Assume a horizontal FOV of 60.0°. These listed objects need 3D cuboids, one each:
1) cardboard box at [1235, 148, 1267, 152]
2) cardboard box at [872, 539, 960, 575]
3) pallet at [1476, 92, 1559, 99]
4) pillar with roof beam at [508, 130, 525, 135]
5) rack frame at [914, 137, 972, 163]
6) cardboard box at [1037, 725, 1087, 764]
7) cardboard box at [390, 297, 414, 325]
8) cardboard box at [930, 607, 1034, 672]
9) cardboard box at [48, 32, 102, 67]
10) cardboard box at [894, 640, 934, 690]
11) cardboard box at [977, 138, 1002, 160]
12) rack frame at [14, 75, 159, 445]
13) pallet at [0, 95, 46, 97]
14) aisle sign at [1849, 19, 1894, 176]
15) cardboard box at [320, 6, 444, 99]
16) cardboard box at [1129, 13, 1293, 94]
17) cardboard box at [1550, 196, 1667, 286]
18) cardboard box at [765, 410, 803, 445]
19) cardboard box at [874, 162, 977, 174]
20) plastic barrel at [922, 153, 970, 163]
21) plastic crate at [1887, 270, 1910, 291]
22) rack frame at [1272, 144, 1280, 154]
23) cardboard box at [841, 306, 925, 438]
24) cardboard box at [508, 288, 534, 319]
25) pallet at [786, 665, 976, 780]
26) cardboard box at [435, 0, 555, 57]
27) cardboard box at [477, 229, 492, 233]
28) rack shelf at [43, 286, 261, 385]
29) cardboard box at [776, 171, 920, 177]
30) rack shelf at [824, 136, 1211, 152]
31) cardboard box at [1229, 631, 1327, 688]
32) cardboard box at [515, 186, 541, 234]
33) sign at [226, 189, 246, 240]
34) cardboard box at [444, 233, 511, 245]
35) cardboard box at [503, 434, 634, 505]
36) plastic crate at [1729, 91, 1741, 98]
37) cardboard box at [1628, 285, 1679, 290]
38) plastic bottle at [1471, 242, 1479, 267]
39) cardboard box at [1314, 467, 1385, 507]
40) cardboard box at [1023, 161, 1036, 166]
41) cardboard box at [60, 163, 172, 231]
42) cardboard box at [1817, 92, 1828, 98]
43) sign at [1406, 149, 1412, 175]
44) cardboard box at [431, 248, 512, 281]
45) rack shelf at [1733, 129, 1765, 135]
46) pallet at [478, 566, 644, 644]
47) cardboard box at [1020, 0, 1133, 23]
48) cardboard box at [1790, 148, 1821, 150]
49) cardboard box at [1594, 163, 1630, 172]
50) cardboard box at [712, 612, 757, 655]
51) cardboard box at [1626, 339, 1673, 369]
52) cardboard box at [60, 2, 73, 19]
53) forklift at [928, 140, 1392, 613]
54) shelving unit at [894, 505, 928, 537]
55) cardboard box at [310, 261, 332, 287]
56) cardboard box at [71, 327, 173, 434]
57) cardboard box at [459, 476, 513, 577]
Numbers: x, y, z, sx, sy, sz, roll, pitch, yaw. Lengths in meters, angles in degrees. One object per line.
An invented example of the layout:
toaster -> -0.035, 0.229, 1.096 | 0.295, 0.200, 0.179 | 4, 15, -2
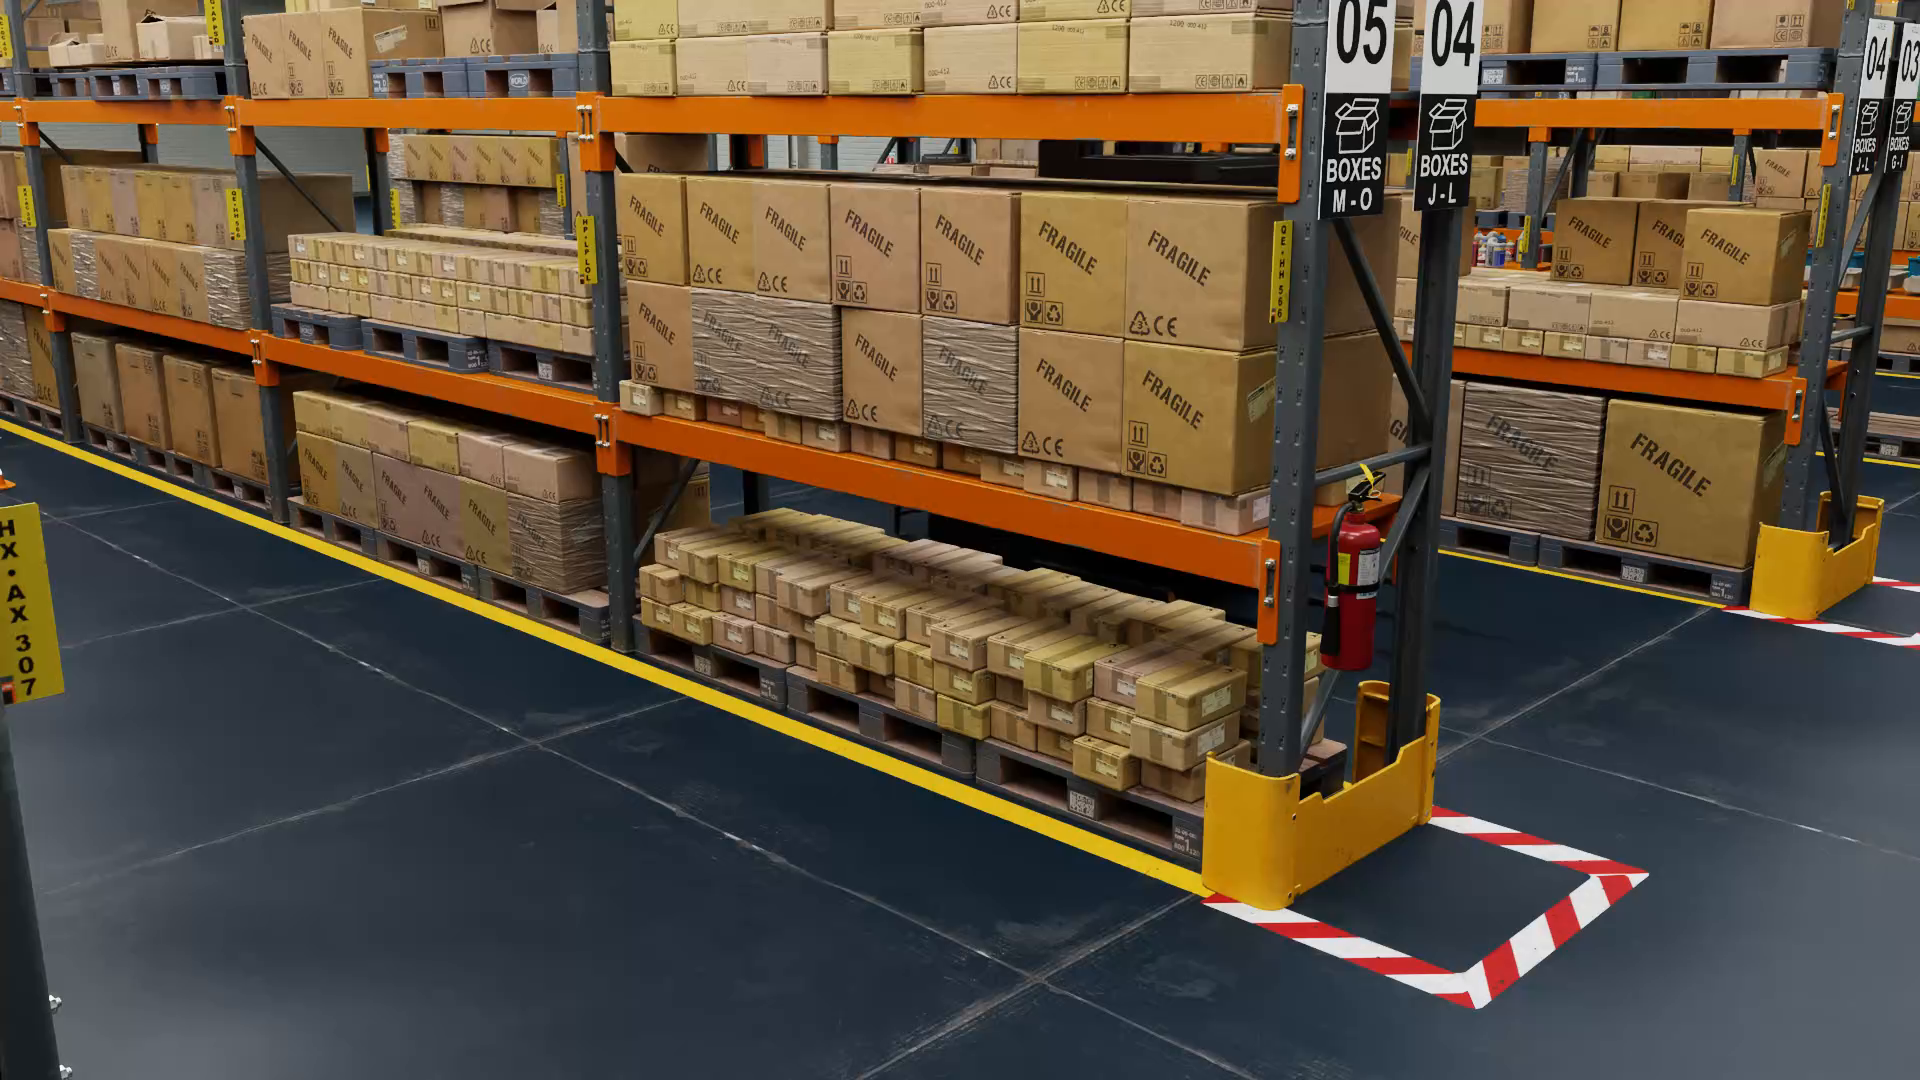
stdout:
cardboard box -> 4.985, -6.527, 28.805 | 0.500, 0.500, 0.500 | -14, 20, -42
cardboard box -> -0.213, 0.120, 8.164 | 0.250, 0.149, 0.380 | 12, 19, 40
pallet -> 4.884, -4.215, 15.585 | 1.003, 0.211, 1.213 | 14, 20, 42
pillar with roof beam -> -15.407, -12.990, 42.939 | 0.400, 9.000, 9.100 | 14, 20, 42
rack frame -> -0.243, -4.135, 20.854 | 0.127, 3.000, 1.000 | 14, 20, 42
cardboard box -> 0.533, 0.780, 6.811 | 0.250, 0.149, 0.380 | 14, 20, 42
cardboard box -> -3.179, -1.389, 9.978 | 0.250, 0.149, 0.380 | 14, 20, 43
cardboard box -> 0.095, 0.418, 7.021 | 0.380, 0.149, 0.250 | -14, 20, -42
cardboard box -> -6.935, -3.841, 13.010 | 0.396, 0.266, 0.258 | 13, 20, 41
cardboard box -> -0.064, 0.511, 7.253 | 0.380, 0.149, 0.250 | -13, 20, -41
cardboard box -> 0.684, -6.317, 26.455 | 0.500, 0.500, 0.700 | 14, 20, 42
rack frame -> -7.196, -2.354, 14.016 | 0.127, 3.000, 1.000 | 14, 20, 42
pallet -> -8.652, -4.121, 15.025 | 1.213, 0.211, 1.003 | 14, 20, 42
aisle sign -> 4.801, -2.327, 8.758 | 0.004, 0.787, 0.394 | 14, 20, 42
cardboard box -> -3.362, -2.833, 9.707 | 0.500, 0.500, 0.500 | 14, 20, 42
cardboard box -> 0.931, -1.664, 5.718 | 0.500, 0.250, 0.500 | 13, 20, 41
cardboard box -> 4.063, -1.881, 10.420 | 0.500, 0.500, 0.500 | 13, 19, 41
cardboard box -> -0.667, -0.550, 7.590 | 0.380, 0.149, 0.250 | -14, 20, -43
cardboard box -> -0.286, -2.939, 14.075 | 0.797, 0.503, 0.637 | -14, 20, -42
plastic barrel -> -0.175, -4.255, 20.320 | 0.708, 0.901, 0.600 | 14, 20, 42
plastic crate -> 7.484, -2.100, 13.446 | 0.243, 0.136, 0.396 | 14, 20, 42
rack frame -> 2.078, -1.836, 12.030 | 0.127, 3.000, 1.000 | 14, 20, 42
cardboard box -> -0.151, -0.745, 7.054 | 0.500, 0.500, 0.500 | -13, 20, -41
cardboard box -> -2.228, -1.303, 9.059 | 0.380, 0.149, 0.250 | -13, 20, -42
pallet -> -0.047, 0.720, 7.749 | 1.213, 0.211, 1.003 | 14, 20, 42
cardboard box -> -2.458, -2.953, 9.328 | 0.637, 0.503, 0.797 | 13, 20, 41
cardboard box -> -5.109, -3.364, 18.393 | 0.250, 0.149, 0.380 | 14, 20, 42
rack shelf -> -5.757, -1.656, 12.764 | 4.000, 0.370, 1.077 | 14, 20, 42
cardboard box -> -0.535, -1.507, 7.996 | 0.500, 0.500, 0.500 | 13, 19, 40
rack shelf -> 0.638, -3.290, 13.086 | 4.000, 0.370, 1.077 | 14, 20, 42
cardboard box -> 1.301, 0.482, 6.776 | 0.250, 0.149, 0.380 | 13, 19, 40
cardboard box -> -4.297, -3.613, 18.059 | 0.500, 0.500, 0.875 | 14, 20, 42
sign -> -4.700, -2.113, 10.795 | 0.005, 0.325, 0.100 | 14, 20, 42
cardboard box -> -3.083, -1.884, 10.701 | 0.380, 0.149, 0.250 | -14, 20, -43
cardboard box -> -2.149, -0.395, 9.135 | 0.500, 0.250, 0.500 | 13, 19, 41
plastic crate -> 6.696, -3.906, 14.546 | 0.466, 0.136, 0.293 | 14, 20, 42
cardboard box -> 4.421, -1.430, 10.180 | 0.500, 0.250, 0.500 | 13, 20, 42
plastic bottle -> 4.810, -2.721, 15.658 | 0.133, 0.283, 0.061 | 14, 20, 42
cardboard box -> 1.437, -0.248, 6.434 | 0.250, 0.149, 0.380 | 13, 20, 42
cardboard box -> 1.196, -5.808, 25.788 | 0.250, 0.149, 0.380 | 13, 19, 40
cardboard box -> -6.835, -2.800, 13.548 | 0.500, 0.500, 0.700 | 13, 20, 41
cardboard box -> 9.492, -4.794, 17.732 | 0.500, 0.250, 0.500 | 14, 20, 42
sign -> 5.695, -4.793, 21.080 | 0.005, 0.325, 0.100 | 14, 20, 42
cardboard box -> -2.799, -1.586, 9.556 | 0.250, 0.149, 0.380 | 13, 19, 40
rack shelf -> 7.517, -5.087, 19.984 | 4.000, 0.370, 1.077 | 14, 20, 42
pallet -> -1.999, 0.260, 9.516 | 1.213, 0.211, 1.003 | 14, 20, 42
cardboard box -> 0.565, -1.998, 6.009 | 0.500, 0.250, 0.500 | 13, 19, 41
cardboard box -> 9.501, -4.124, 18.631 | 0.500, 0.500, 0.500 | 14, 20, 42
cardboard box -> 9.685, -5.304, 24.511 | 0.500, 0.500, 0.500 | -14, 20, -43
cardboard box -> -0.992, 0.425, 8.172 | 0.250, 0.149, 0.380 | 14, 20, 42
cardboard box -> 4.104, -1.107, 9.729 | 0.250, 0.149, 0.380 | 14, 20, 42
cardboard box -> -7.407, -4.491, 14.156 | 0.250, 0.149, 0.380 | 13, 20, 42
forklift -> 1.242, -1.115, 9.523 | 3.031, 2.867, 1.129 | 12, 19, 39
shelving unit -> -0.113, -1.034, 10.737 | 0.503, 2.100, 0.431 | 12, 19, 39
cardboard box -> -3.911, -1.711, 10.626 | 0.380, 0.149, 0.250 | -13, 20, -42
cardboard box -> -6.687, -1.376, 13.893 | 0.750, 0.750, 1.050 | 14, 20, 42
cardboard box -> -2.514, -0.121, 9.572 | 0.500, 0.500, 0.500 | 13, 19, 41
